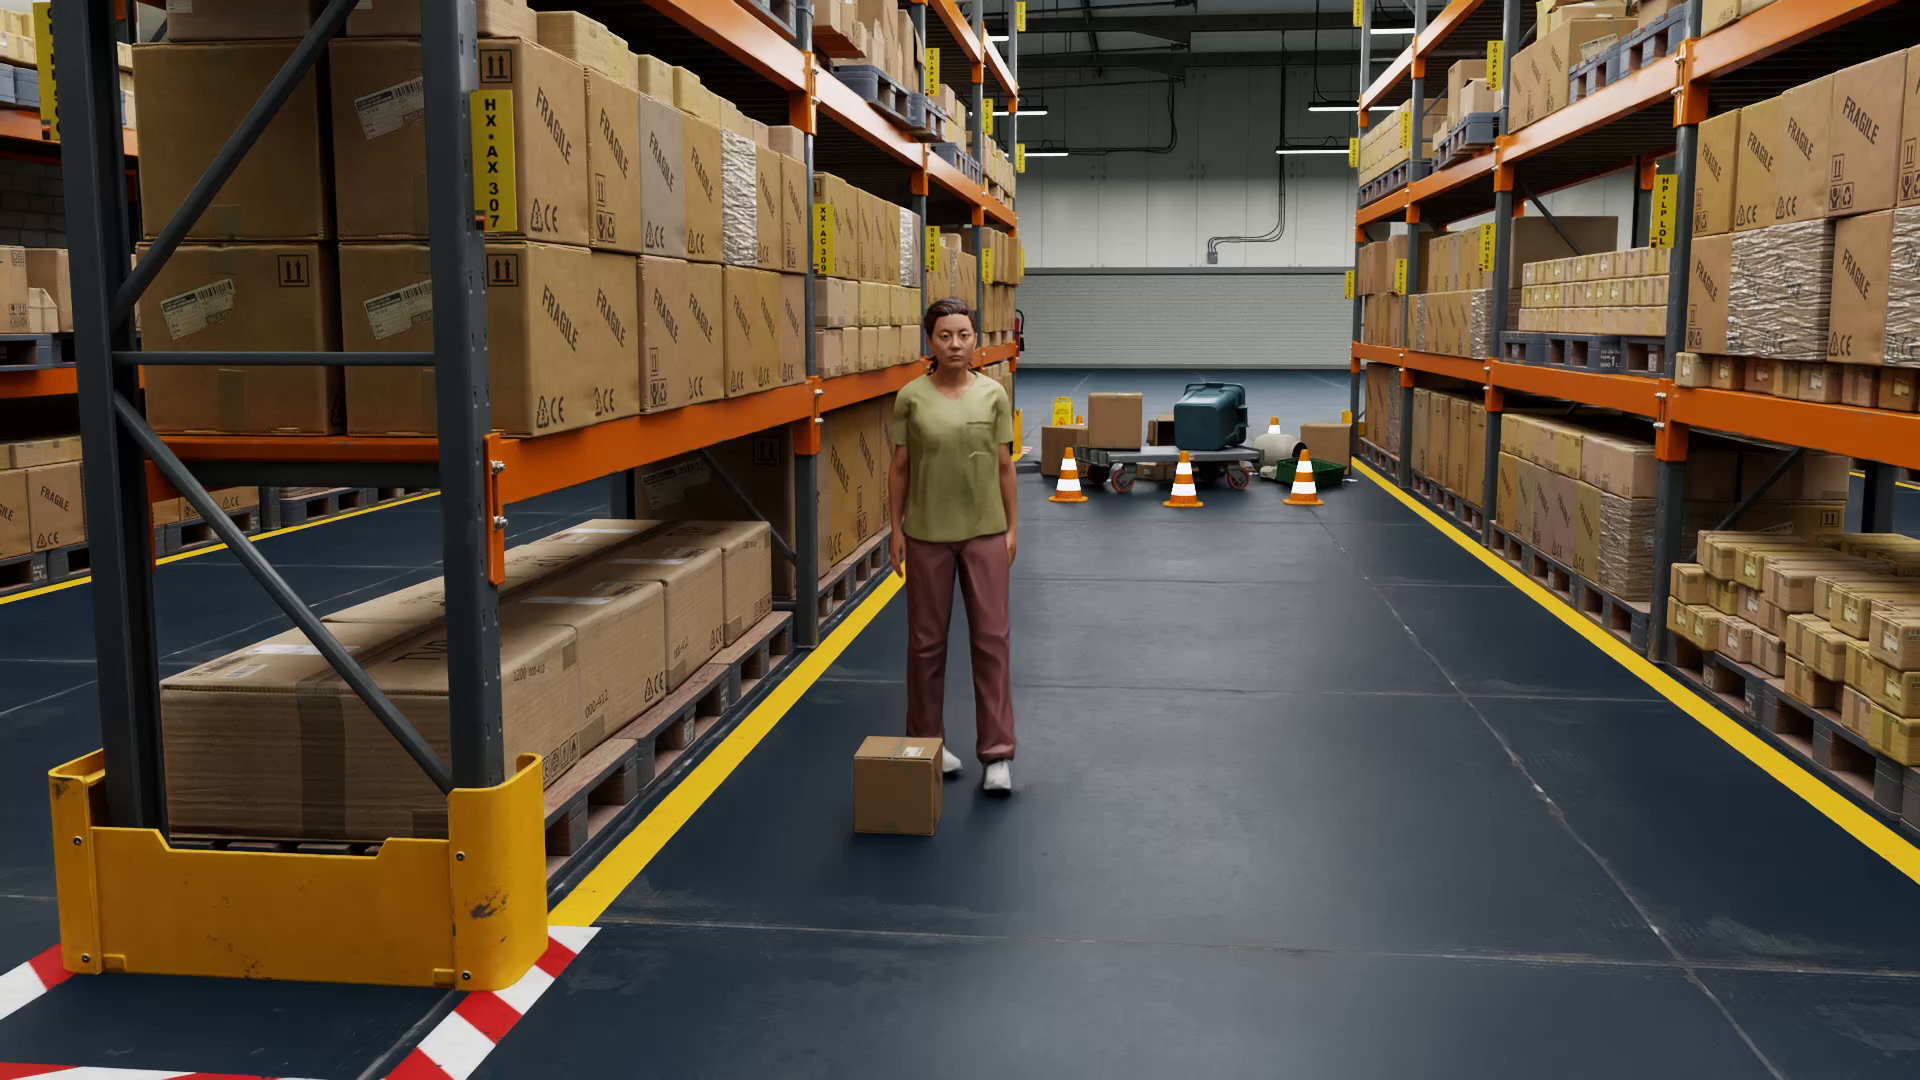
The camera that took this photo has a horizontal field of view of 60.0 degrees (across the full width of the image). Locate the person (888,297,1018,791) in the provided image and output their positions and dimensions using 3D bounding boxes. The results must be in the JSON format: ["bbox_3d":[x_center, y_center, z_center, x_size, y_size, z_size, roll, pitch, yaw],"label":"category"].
[{"bbox_3d":[-0.016,0.004,5.722,0.453,1.666,0.560,-1,8,-4],"label":"person"}]
